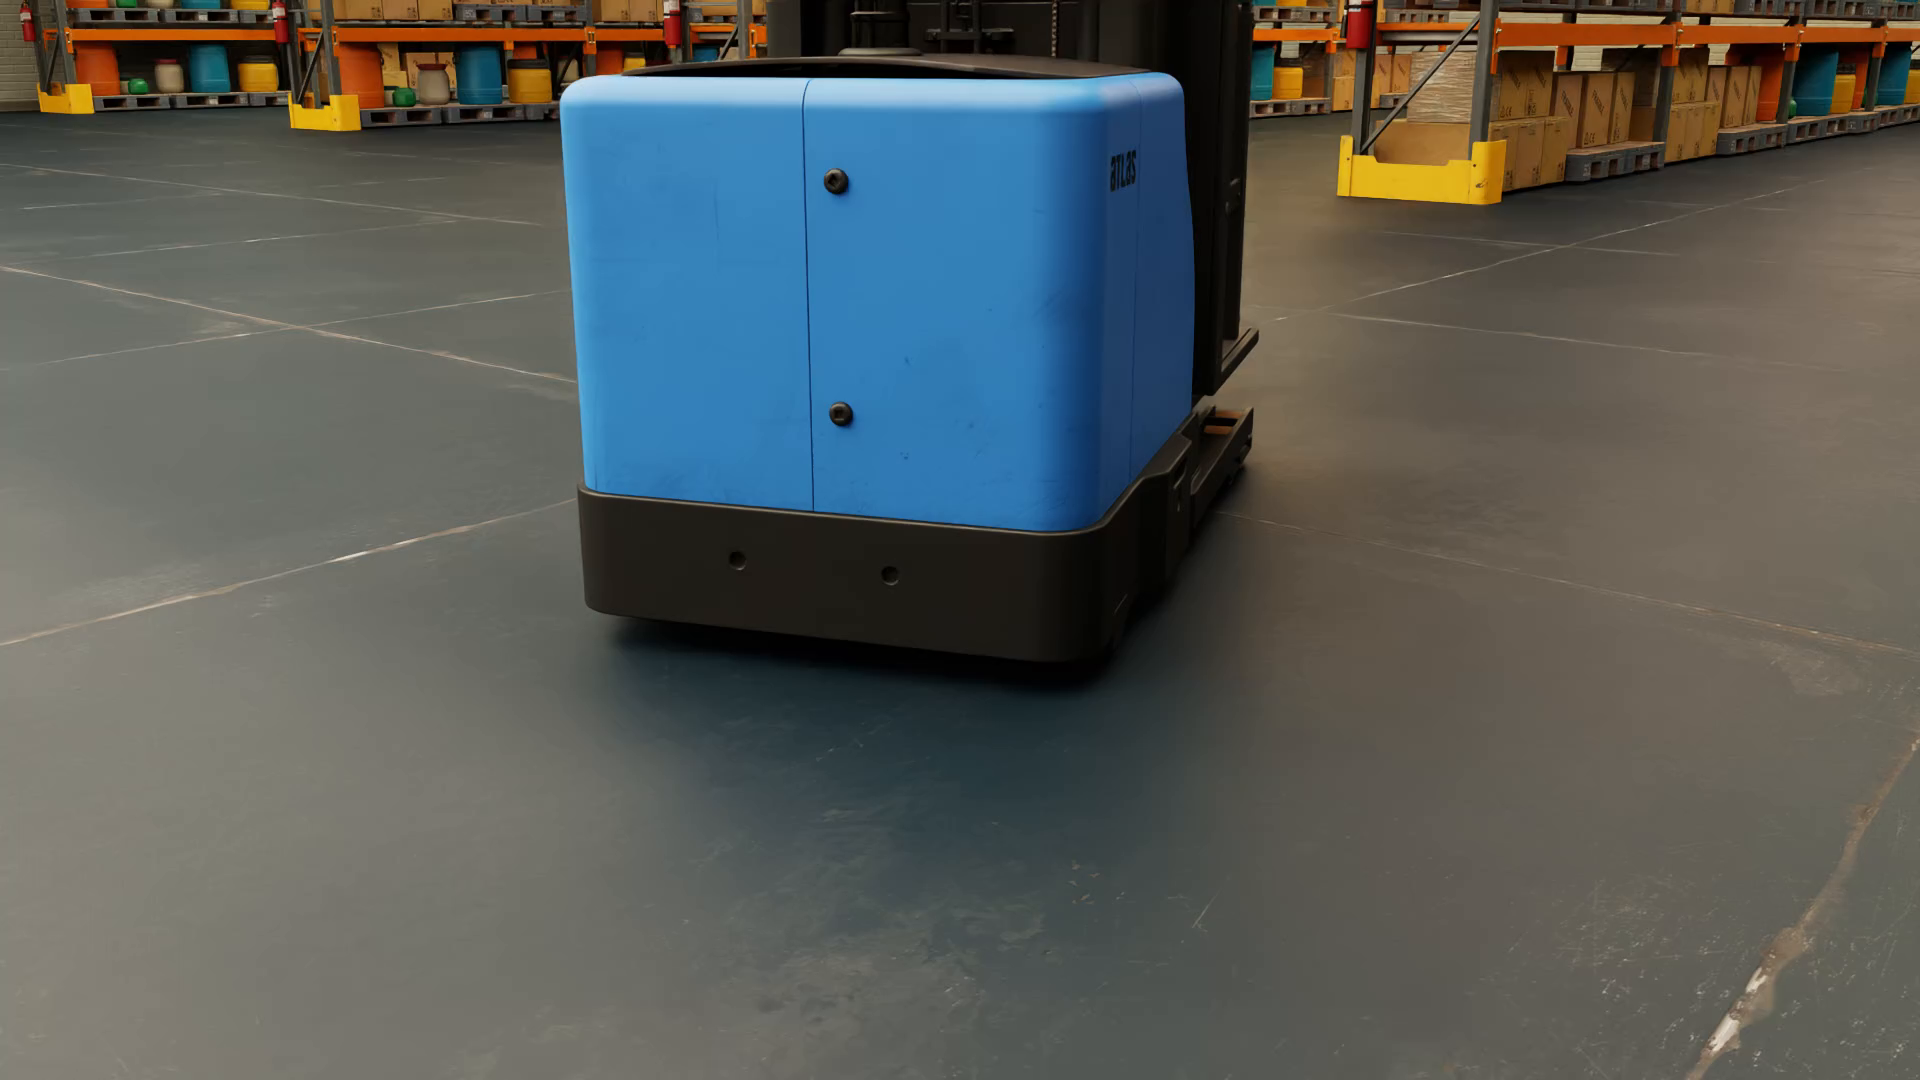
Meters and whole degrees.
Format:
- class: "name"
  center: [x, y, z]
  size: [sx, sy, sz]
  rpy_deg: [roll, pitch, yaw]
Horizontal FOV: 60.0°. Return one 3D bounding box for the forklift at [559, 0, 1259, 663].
- class: "forklift"
  center: [0.182, -1.571, 4.072]
  size: [1.130, 2.935, 3.031]
  rpy_deg: [5, 18, 17]
